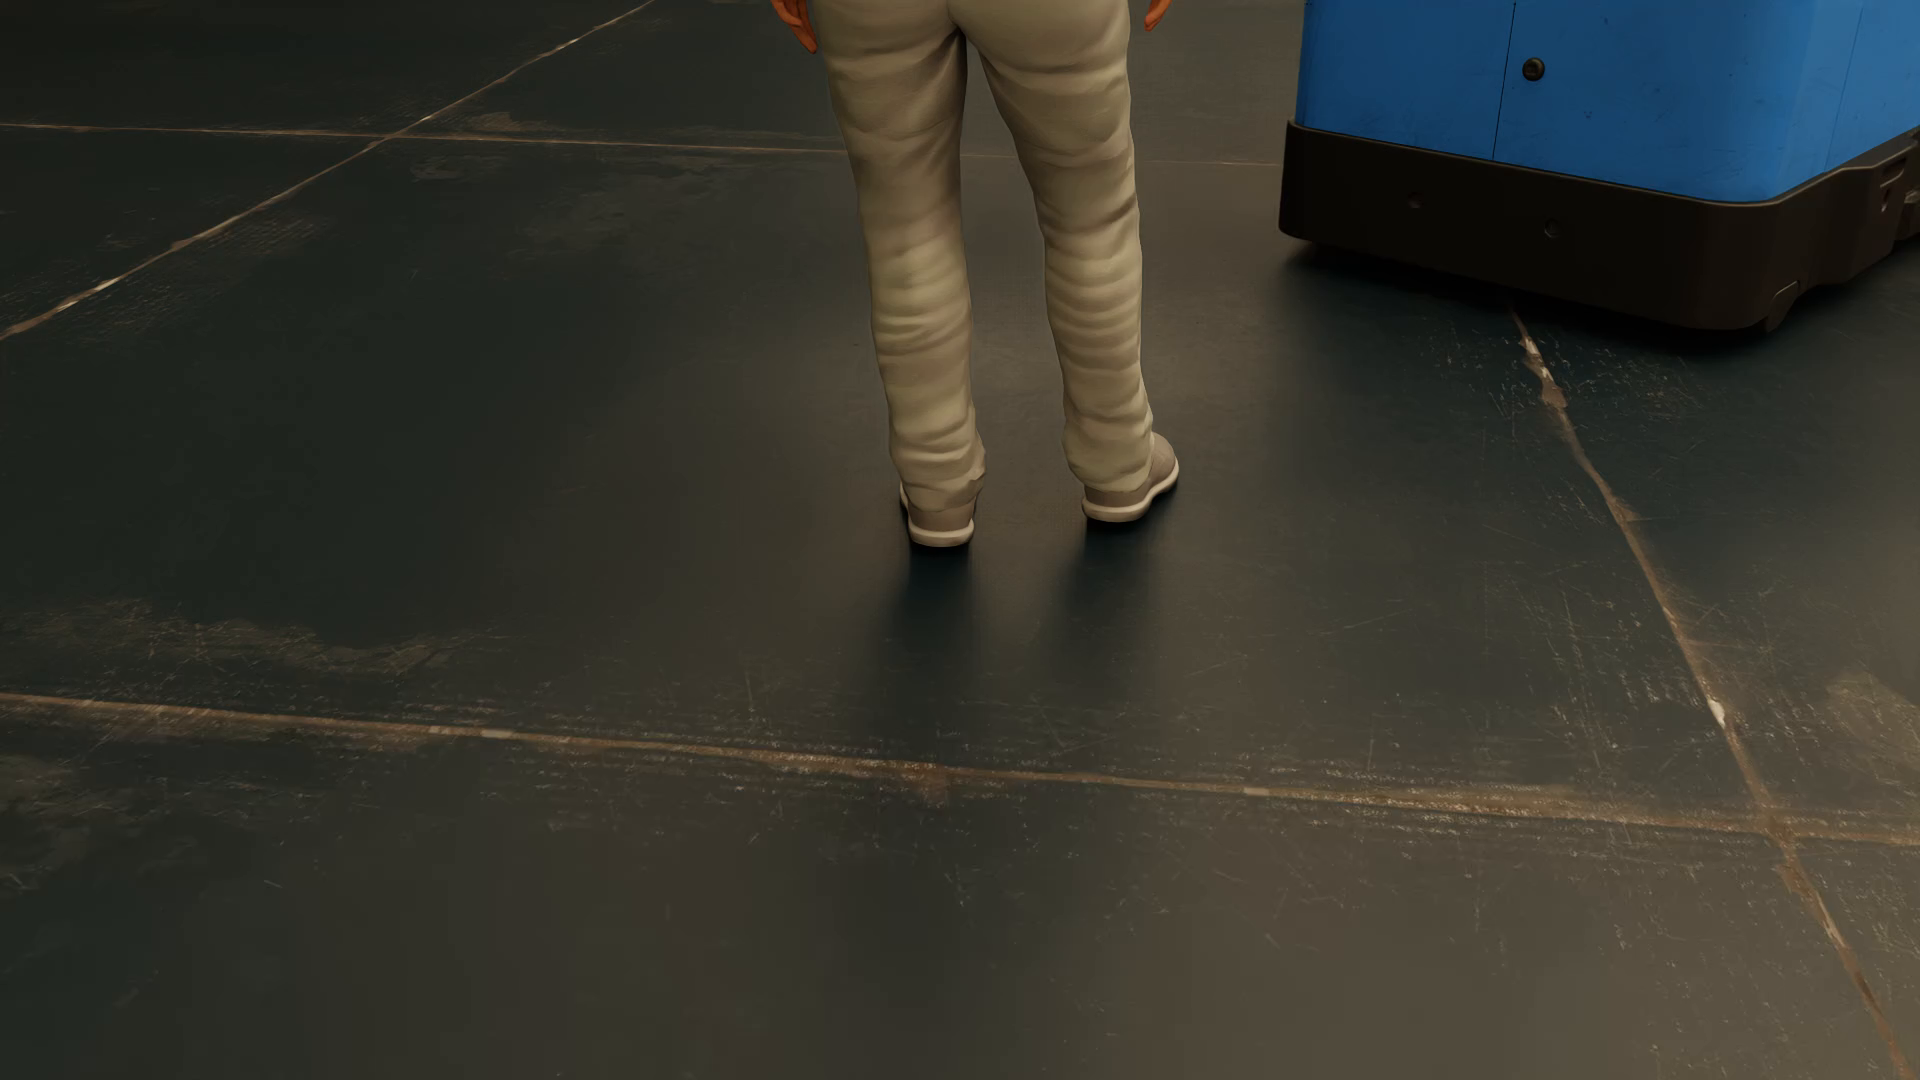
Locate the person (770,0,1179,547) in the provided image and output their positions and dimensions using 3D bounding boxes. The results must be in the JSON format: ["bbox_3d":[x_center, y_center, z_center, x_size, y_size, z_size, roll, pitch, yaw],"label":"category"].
[{"bbox_3d":[0.033,-0.785,2.190,0.598,1.670,0.529,3,27,7],"label":"person"}]

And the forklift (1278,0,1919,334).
[{"bbox_3d":[2.097,-2.272,3.770,1.130,2.935,3.031,23,35,38],"label":"forklift"}]
